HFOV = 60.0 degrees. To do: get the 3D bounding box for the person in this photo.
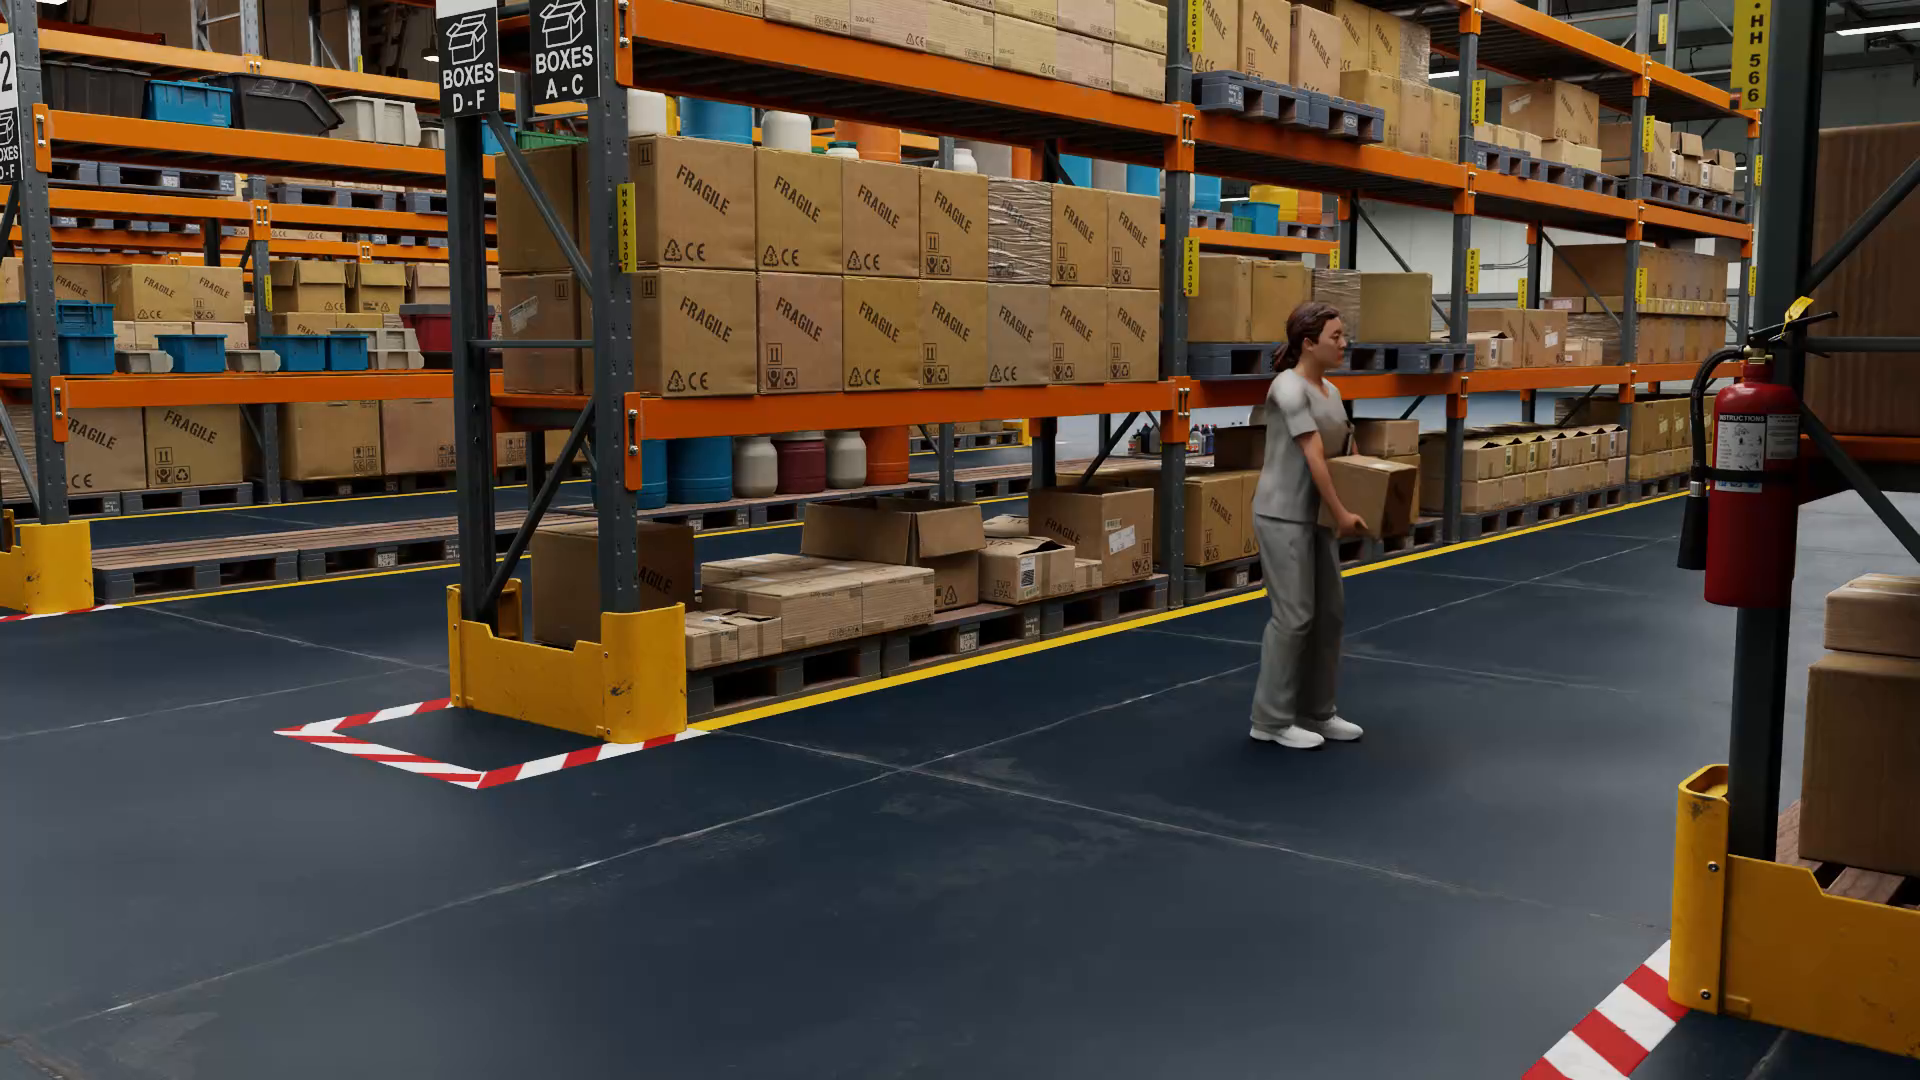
[{"bbox_3d":[1.368,-0.056,6.280,0.505,1.666,0.411,5,9,37],"label":"person"}]
